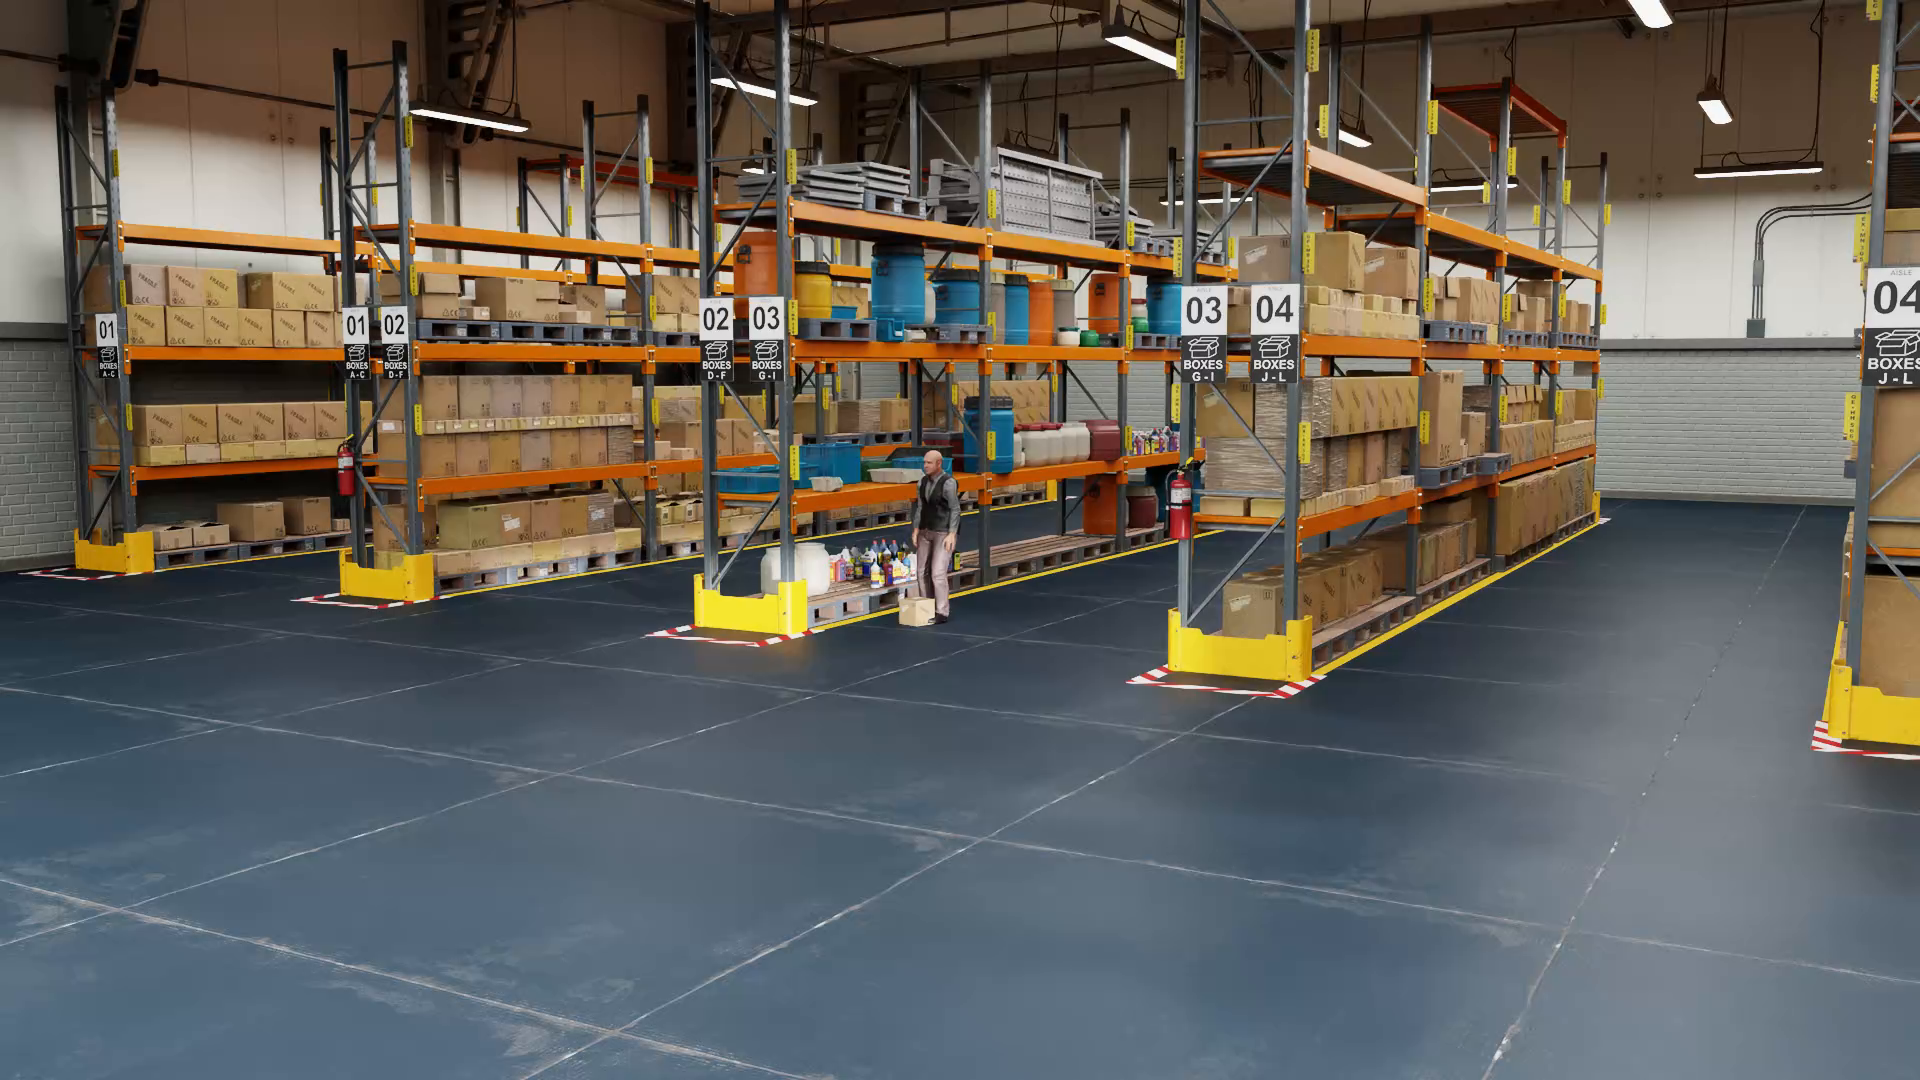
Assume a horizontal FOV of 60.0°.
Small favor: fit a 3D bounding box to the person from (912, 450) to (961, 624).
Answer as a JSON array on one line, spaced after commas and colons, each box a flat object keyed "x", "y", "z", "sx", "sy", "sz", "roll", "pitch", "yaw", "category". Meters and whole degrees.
[{"x": -0.247, "y": -0.040, "z": 16.634, "sx": 0.473, "sy": 1.720, "sz": 0.582, "roll": -6, "pitch": 8, "yaw": -45, "category": "person"}]
